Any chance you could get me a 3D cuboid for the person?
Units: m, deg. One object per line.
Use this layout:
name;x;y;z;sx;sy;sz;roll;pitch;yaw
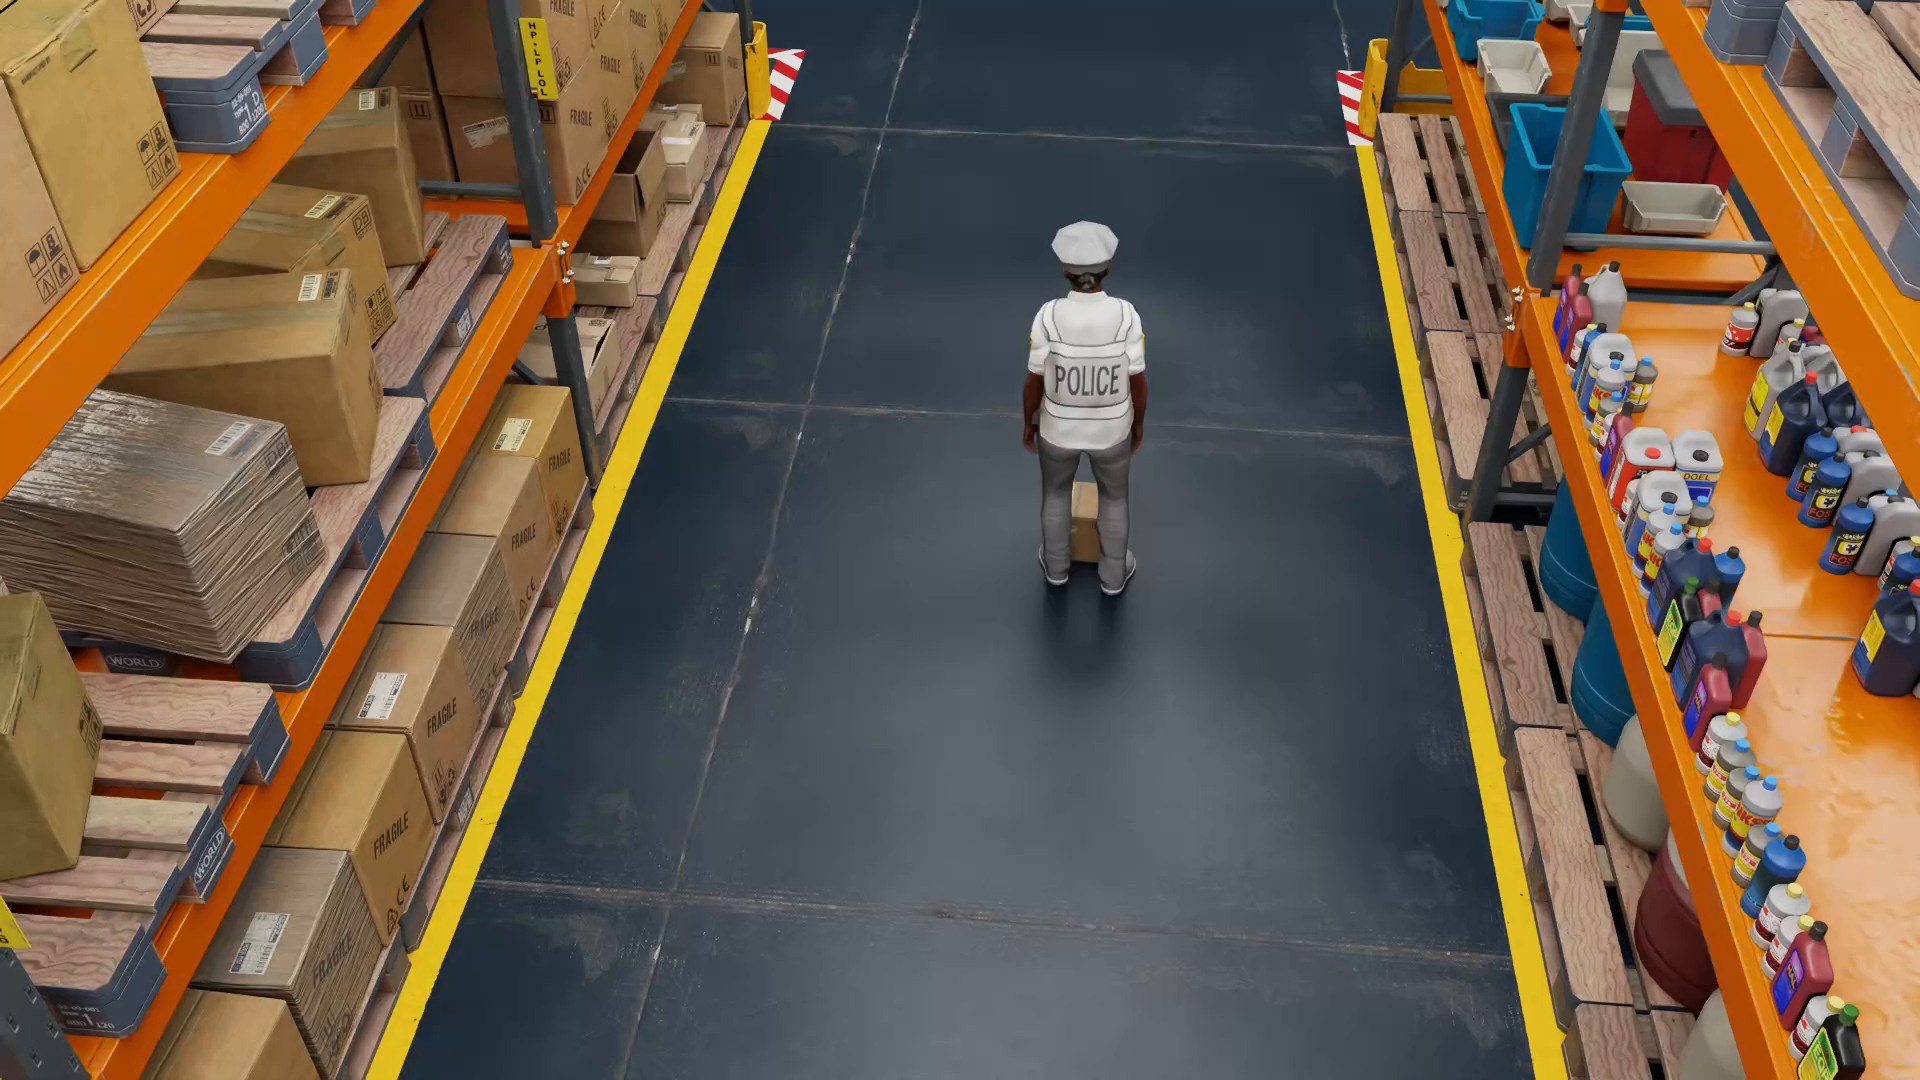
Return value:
person;0.509;-0.474;6.718;0.518;1.656;0.427;1;40;2
